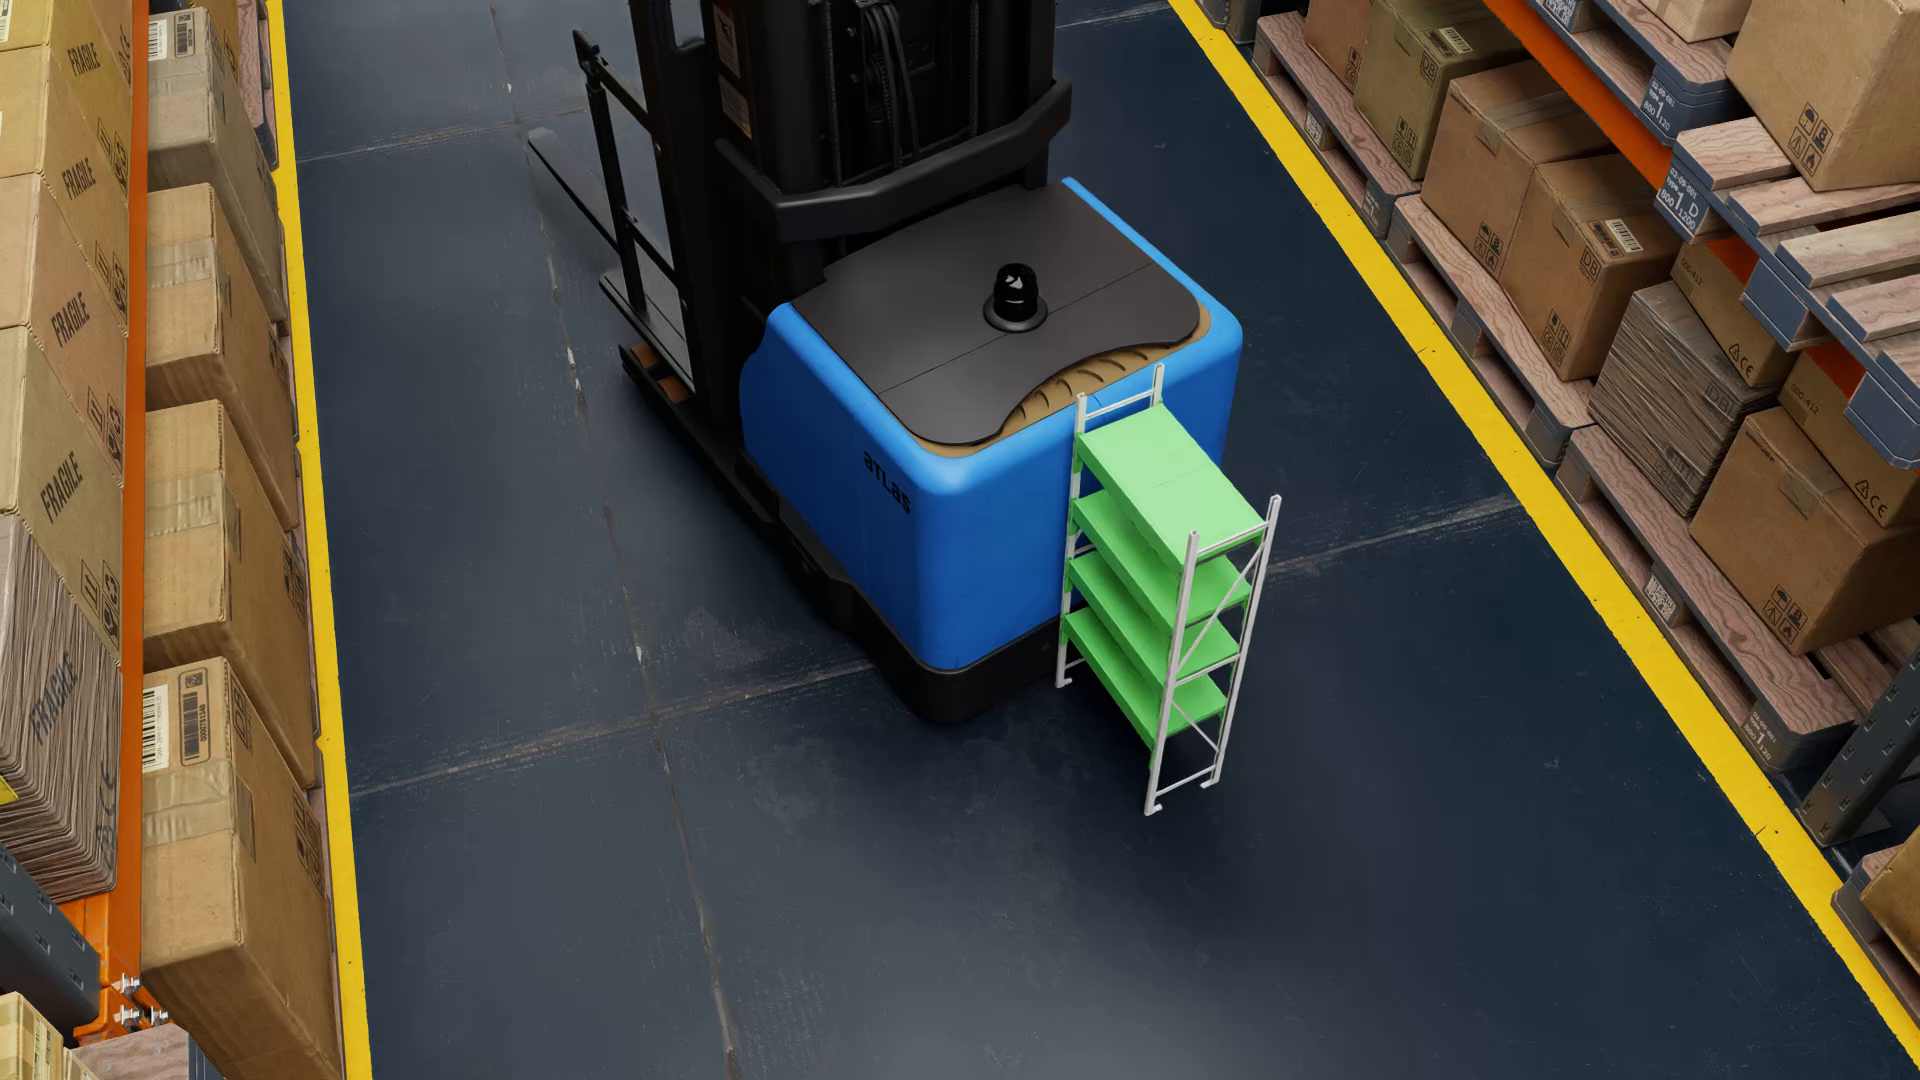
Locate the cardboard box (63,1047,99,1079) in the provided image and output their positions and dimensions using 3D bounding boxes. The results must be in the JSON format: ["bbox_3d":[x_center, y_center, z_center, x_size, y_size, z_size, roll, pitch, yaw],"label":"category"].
[{"bbox_3d":[-1.381,0.876,2.245,0.380,0.149,0.250,-12,51,-10],"label":"cardboard box"}]

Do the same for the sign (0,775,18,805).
[{"bbox_3d":[-1.446,0.291,2.337,0.100,0.325,0.005,-13,51,-11],"label":"sign"}]

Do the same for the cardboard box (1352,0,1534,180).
[{"bbox_3d":[1.907,-1.731,6.094,0.700,0.500,0.500,-14,51,-11],"label":"cardboard box"}]

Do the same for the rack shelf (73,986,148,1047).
[{"bbox_3d":[-1.370,2.461,1.684,1.077,0.370,4.000,-13,51,-11],"label":"rack shelf"}]

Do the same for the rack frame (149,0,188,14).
[{"bbox_3d":[-3.145,-2.153,5.103,1.000,3.000,0.127,-13,51,-11],"label":"rack frame"}]

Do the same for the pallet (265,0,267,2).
[{"bbox_3d":[-3.659,-2.720,7.405,1.003,0.211,1.213,-13,51,-11],"label":"pallet"}]

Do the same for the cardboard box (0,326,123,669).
[{"bbox_3d":[-1.990,-0.023,3.242,0.500,0.500,0.500,-14,51,-11],"label":"cardboard box"}]

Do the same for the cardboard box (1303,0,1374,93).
[{"bbox_3d":[1.784,-2.083,6.392,0.700,0.500,0.500,-17,52,-14],"label":"cardboard box"}]

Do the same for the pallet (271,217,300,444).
[{"bbox_3d":[-2.845,-0.708,5.708,1.003,0.211,1.213,-13,51,-11],"label":"pallet"}]

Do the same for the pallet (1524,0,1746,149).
[{"bbox_3d":[2.182,-1.654,4.808,1.003,0.211,1.213,-13,51,-11],"label":"pallet"}]

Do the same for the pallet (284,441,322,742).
[{"bbox_3d":[-2.480,0.185,4.956,1.003,0.211,1.213,-13,51,-11],"label":"pallet"}]

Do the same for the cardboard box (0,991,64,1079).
[{"bbox_3d":[-1.379,0.777,2.134,0.380,0.149,0.250,-15,52,-12],"label":"cardboard box"}]

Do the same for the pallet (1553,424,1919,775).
[{"bbox_3d":[2.576,0.049,5.071,1.003,0.211,1.213,-13,51,-11],"label":"pallet"}]

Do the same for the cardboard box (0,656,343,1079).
[{"bbox_3d":[-2.056,0.893,3.732,1.050,0.750,0.750,-14,51,-11],"label":"cardboard box"}]

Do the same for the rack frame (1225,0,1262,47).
[{"bbox_3d":[1.623,-3.201,5.986,1.000,3.000,0.127,-13,51,-11],"label":"rack frame"}]

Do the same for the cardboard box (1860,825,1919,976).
[{"bbox_3d":[2.990,0.779,3.746,1.225,0.875,0.875,-15,52,-13],"label":"cardboard box"}]

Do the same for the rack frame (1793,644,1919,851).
[{"bbox_3d":[2.806,-0.279,3.523,1.000,3.000,0.127,-13,51,-11],"label":"rack frame"}]

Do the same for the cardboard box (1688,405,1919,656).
[{"bbox_3d":[2.589,-0.100,4.720,0.700,0.500,0.500,-16,52,-13],"label":"cardboard box"}]

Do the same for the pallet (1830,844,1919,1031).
[{"bbox_3d":[2.967,1.213,4.090,1.003,0.211,1.213,-13,51,-11],"label":"pallet"}]

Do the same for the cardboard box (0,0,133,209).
[{"bbox_3d":[-2.436,-1.126,4.172,0.500,0.500,0.500,-13,51,-11],"label":"cardboard box"}]

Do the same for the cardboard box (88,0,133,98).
[{"bbox_3d":[-2.586,-1.495,4.483,0.500,0.500,0.500,-14,51,-11],"label":"cardboard box"}]

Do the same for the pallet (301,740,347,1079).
[{"bbox_3d":[-2.123,1.074,4.206,1.003,0.211,1.213,-13,51,-11],"label":"pallet"}]

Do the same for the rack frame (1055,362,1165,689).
[{"bbox_3d":[0.388,0.002,4.463,0.240,1.200,0.015,-22,53,-18],"label":"rack frame"}]

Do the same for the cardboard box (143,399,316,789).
[{"bbox_3d":[-2.318,0.255,4.270,1.050,0.750,0.750,-13,51,-10],"label":"cardboard box"}]

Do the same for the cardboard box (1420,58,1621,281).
[{"bbox_3d":[2.073,-1.322,5.750,0.700,0.500,0.500,-17,52,-14],"label":"cardboard box"}]

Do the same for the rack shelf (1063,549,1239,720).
[{"bbox_3d":[0.503,0.208,4.373,0.258,0.148,0.480,-22,53,-18],"label":"rack shelf"}]

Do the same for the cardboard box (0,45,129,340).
[{"bbox_3d":[-2.284,-0.756,3.860,0.500,0.500,0.500,-14,51,-11],"label":"cardboard box"}]

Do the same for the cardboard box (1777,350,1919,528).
[{"bbox_3d":[2.579,-0.339,4.431,0.500,0.250,0.500,-11,51,-9],"label":"cardboard box"}]

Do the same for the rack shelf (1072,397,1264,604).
[{"bbox_3d":[0.503,-0.101,4.006,0.258,0.148,0.480,-22,53,-18],"label":"rack shelf"}]

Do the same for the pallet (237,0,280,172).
[{"bbox_3d":[-3.295,-1.827,6.652,1.003,0.211,1.213,-13,51,-11],"label":"pallet"}]

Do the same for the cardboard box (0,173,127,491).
[{"bbox_3d":[-2.139,-0.392,3.553,0.500,0.500,0.500,-13,51,-11],"label":"cardboard box"}]

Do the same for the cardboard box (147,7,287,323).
[{"bbox_3d":[-2.875,-1.130,5.438,1.050,0.750,0.750,-14,51,-11],"label":"cardboard box"}]

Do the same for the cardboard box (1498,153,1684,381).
[{"bbox_3d":[2.238,-0.915,5.406,0.700,0.500,0.500,-9,51,-8],"label":"cardboard box"}]

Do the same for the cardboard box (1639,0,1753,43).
[{"bbox_3d":[2.055,-1.528,4.389,0.396,0.266,0.258,-15,51,-12],"label":"cardboard box"}]

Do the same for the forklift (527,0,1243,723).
[{"bbox_3d":[-0.492,-1.526,4.620,1.130,2.935,3.031,-28,55,-22],"label":"forklift"}]

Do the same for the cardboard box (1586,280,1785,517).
[{"bbox_3d":[2.413,-0.502,5.059,0.700,0.500,0.500,-17,52,-14],"label":"cardboard box"}]

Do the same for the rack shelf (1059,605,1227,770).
[{"bbox_3d":[0.503,0.363,4.557,0.258,0.148,0.480,-22,53,-18],"label":"rack shelf"}]

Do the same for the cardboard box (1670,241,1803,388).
[{"bbox_3d":[2.413,-0.725,4.756,0.500,0.250,0.500,-8,50,-7],"label":"cardboard box"}]

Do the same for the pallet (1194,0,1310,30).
[{"bbox_3d":[1.391,-2.784,7.459,1.003,0.211,1.213,-13,51,-11],"label":"pallet"}]

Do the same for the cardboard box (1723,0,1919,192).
[{"bbox_3d":[2.348,-1.217,3.974,0.700,0.500,0.500,-7,50,-6],"label":"cardboard box"}]

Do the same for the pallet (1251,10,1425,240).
[{"bbox_3d":[1.855,-1.733,6.573,1.003,0.211,1.213,-13,51,-11],"label":"pallet"}]

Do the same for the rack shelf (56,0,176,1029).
[{"bbox_3d":[-2.553,-0.460,4.147,1.077,0.370,4.000,-13,51,-11],"label":"rack shelf"}]

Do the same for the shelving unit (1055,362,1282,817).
[{"bbox_3d":[0.503,0.167,4.325,0.258,1.200,0.503,-22,53,-18],"label":"shelving unit"}]

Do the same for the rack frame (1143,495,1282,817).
[{"bbox_3d":[0.618,0.331,4.186,0.240,1.200,0.015,-22,53,-18],"label":"rack frame"}]

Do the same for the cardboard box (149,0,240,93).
[{"bbox_3d":[-3.264,-2.079,6.155,0.875,0.875,0.875,-13,51,-10],"label":"cardboard box"}]

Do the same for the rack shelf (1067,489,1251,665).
[{"bbox_3d":[0.503,0.053,4.190,0.258,0.148,0.480,-22,53,-18],"label":"rack shelf"}]

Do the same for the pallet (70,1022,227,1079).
[{"bbox_3d":[-1.649,1.327,2.295,1.213,0.211,1.003,-13,51,-11],"label":"pallet"}]

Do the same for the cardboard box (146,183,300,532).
[{"bbox_3d":[-2.594,-0.425,4.843,1.050,0.750,0.750,-13,51,-11],"label":"cardboard box"}]

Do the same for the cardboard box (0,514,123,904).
[{"bbox_3d":[-1.837,0.347,2.930,0.500,0.500,0.500,-13,51,-11],"label":"cardboard box"}]

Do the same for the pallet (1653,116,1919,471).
[{"bbox_3d":[2.494,-0.714,4.015,1.213,0.211,1.003,-13,51,-11],"label":"pallet"}]

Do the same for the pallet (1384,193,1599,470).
[{"bbox_3d":[2.219,-0.841,5.821,1.003,0.211,1.213,-13,51,-11],"label":"pallet"}]
